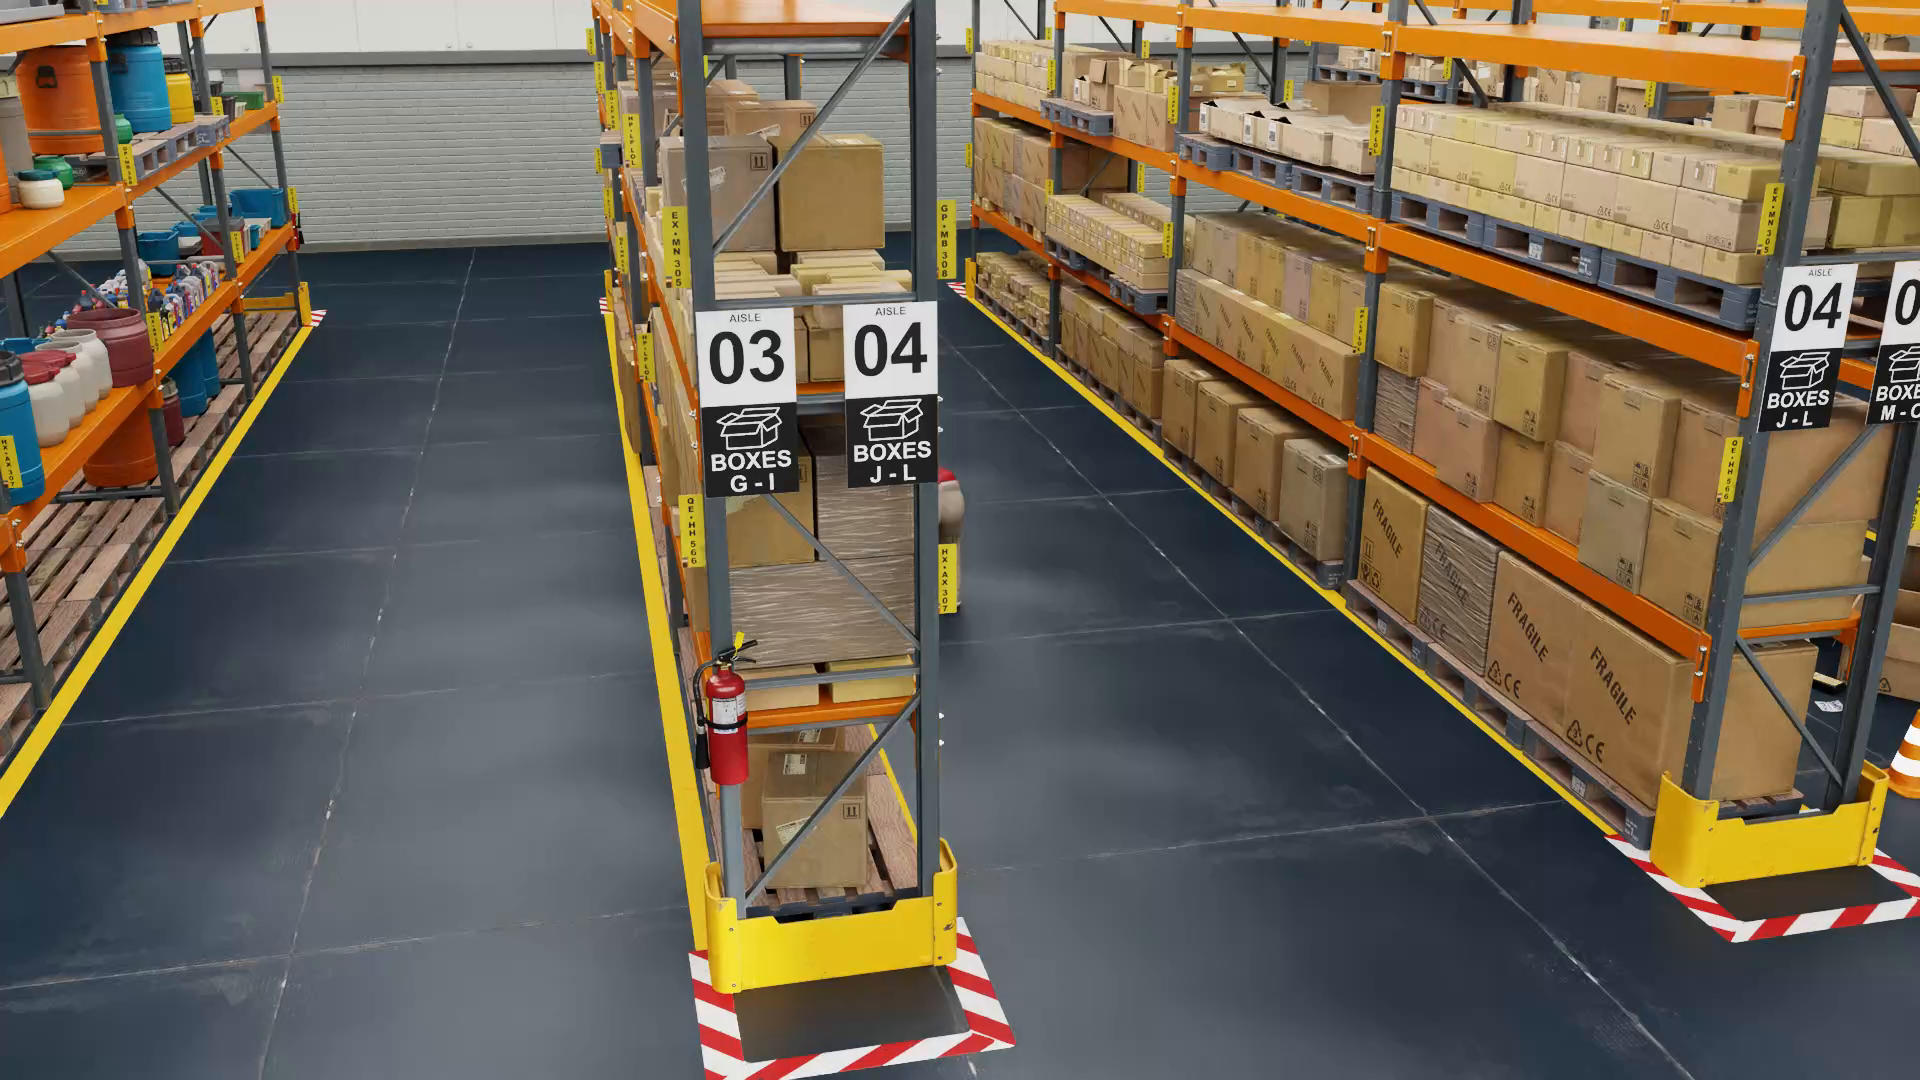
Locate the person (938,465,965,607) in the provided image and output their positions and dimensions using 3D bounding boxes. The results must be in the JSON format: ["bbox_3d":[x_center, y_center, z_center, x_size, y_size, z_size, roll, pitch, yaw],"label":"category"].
[{"bbox_3d":[-0.270,-0.082,12.366,0.499,1.038,0.963,-7,21,-18],"label":"person"}]
